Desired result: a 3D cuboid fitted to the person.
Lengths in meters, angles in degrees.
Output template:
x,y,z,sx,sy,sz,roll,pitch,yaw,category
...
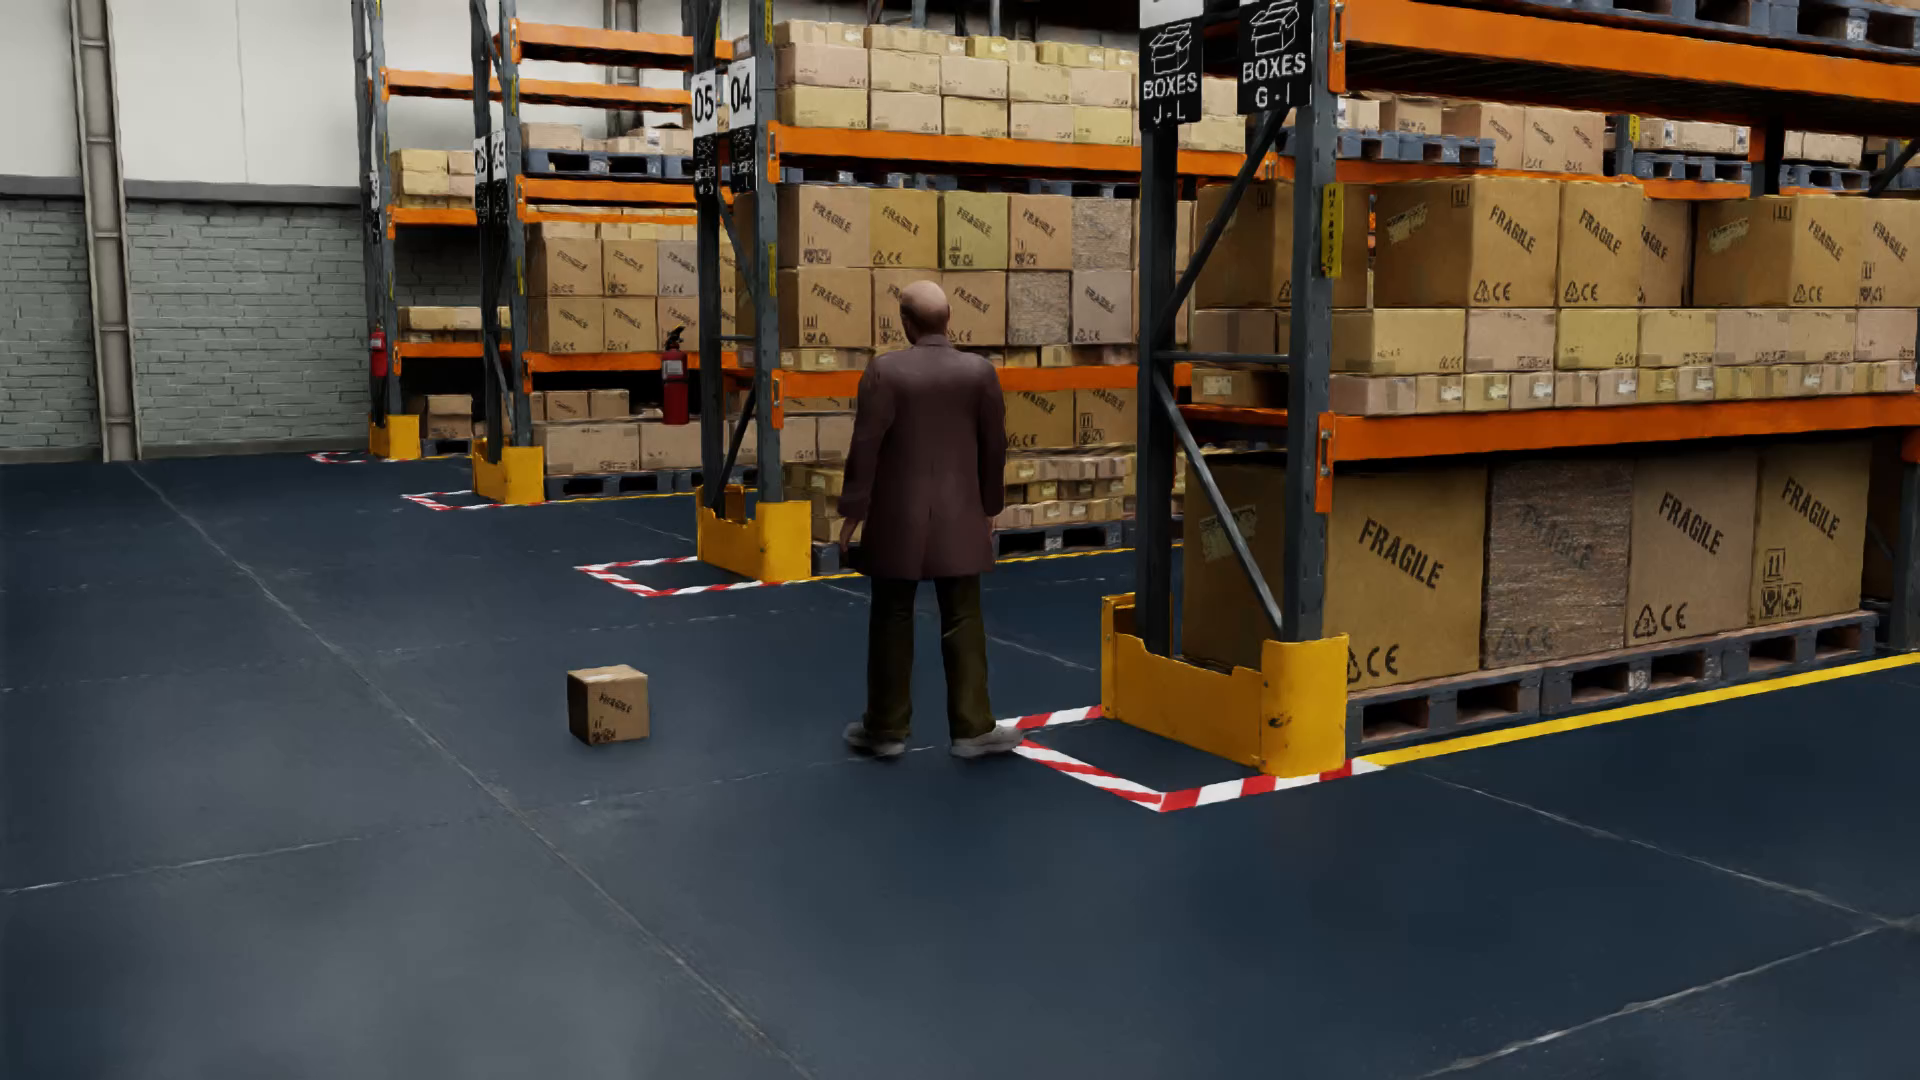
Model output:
x,y,z,sx,sy,sz,roll,pitch,yaw,category
-0.109,-0.077,6.263,0.718,1.785,0.431,-1,8,-8,person
